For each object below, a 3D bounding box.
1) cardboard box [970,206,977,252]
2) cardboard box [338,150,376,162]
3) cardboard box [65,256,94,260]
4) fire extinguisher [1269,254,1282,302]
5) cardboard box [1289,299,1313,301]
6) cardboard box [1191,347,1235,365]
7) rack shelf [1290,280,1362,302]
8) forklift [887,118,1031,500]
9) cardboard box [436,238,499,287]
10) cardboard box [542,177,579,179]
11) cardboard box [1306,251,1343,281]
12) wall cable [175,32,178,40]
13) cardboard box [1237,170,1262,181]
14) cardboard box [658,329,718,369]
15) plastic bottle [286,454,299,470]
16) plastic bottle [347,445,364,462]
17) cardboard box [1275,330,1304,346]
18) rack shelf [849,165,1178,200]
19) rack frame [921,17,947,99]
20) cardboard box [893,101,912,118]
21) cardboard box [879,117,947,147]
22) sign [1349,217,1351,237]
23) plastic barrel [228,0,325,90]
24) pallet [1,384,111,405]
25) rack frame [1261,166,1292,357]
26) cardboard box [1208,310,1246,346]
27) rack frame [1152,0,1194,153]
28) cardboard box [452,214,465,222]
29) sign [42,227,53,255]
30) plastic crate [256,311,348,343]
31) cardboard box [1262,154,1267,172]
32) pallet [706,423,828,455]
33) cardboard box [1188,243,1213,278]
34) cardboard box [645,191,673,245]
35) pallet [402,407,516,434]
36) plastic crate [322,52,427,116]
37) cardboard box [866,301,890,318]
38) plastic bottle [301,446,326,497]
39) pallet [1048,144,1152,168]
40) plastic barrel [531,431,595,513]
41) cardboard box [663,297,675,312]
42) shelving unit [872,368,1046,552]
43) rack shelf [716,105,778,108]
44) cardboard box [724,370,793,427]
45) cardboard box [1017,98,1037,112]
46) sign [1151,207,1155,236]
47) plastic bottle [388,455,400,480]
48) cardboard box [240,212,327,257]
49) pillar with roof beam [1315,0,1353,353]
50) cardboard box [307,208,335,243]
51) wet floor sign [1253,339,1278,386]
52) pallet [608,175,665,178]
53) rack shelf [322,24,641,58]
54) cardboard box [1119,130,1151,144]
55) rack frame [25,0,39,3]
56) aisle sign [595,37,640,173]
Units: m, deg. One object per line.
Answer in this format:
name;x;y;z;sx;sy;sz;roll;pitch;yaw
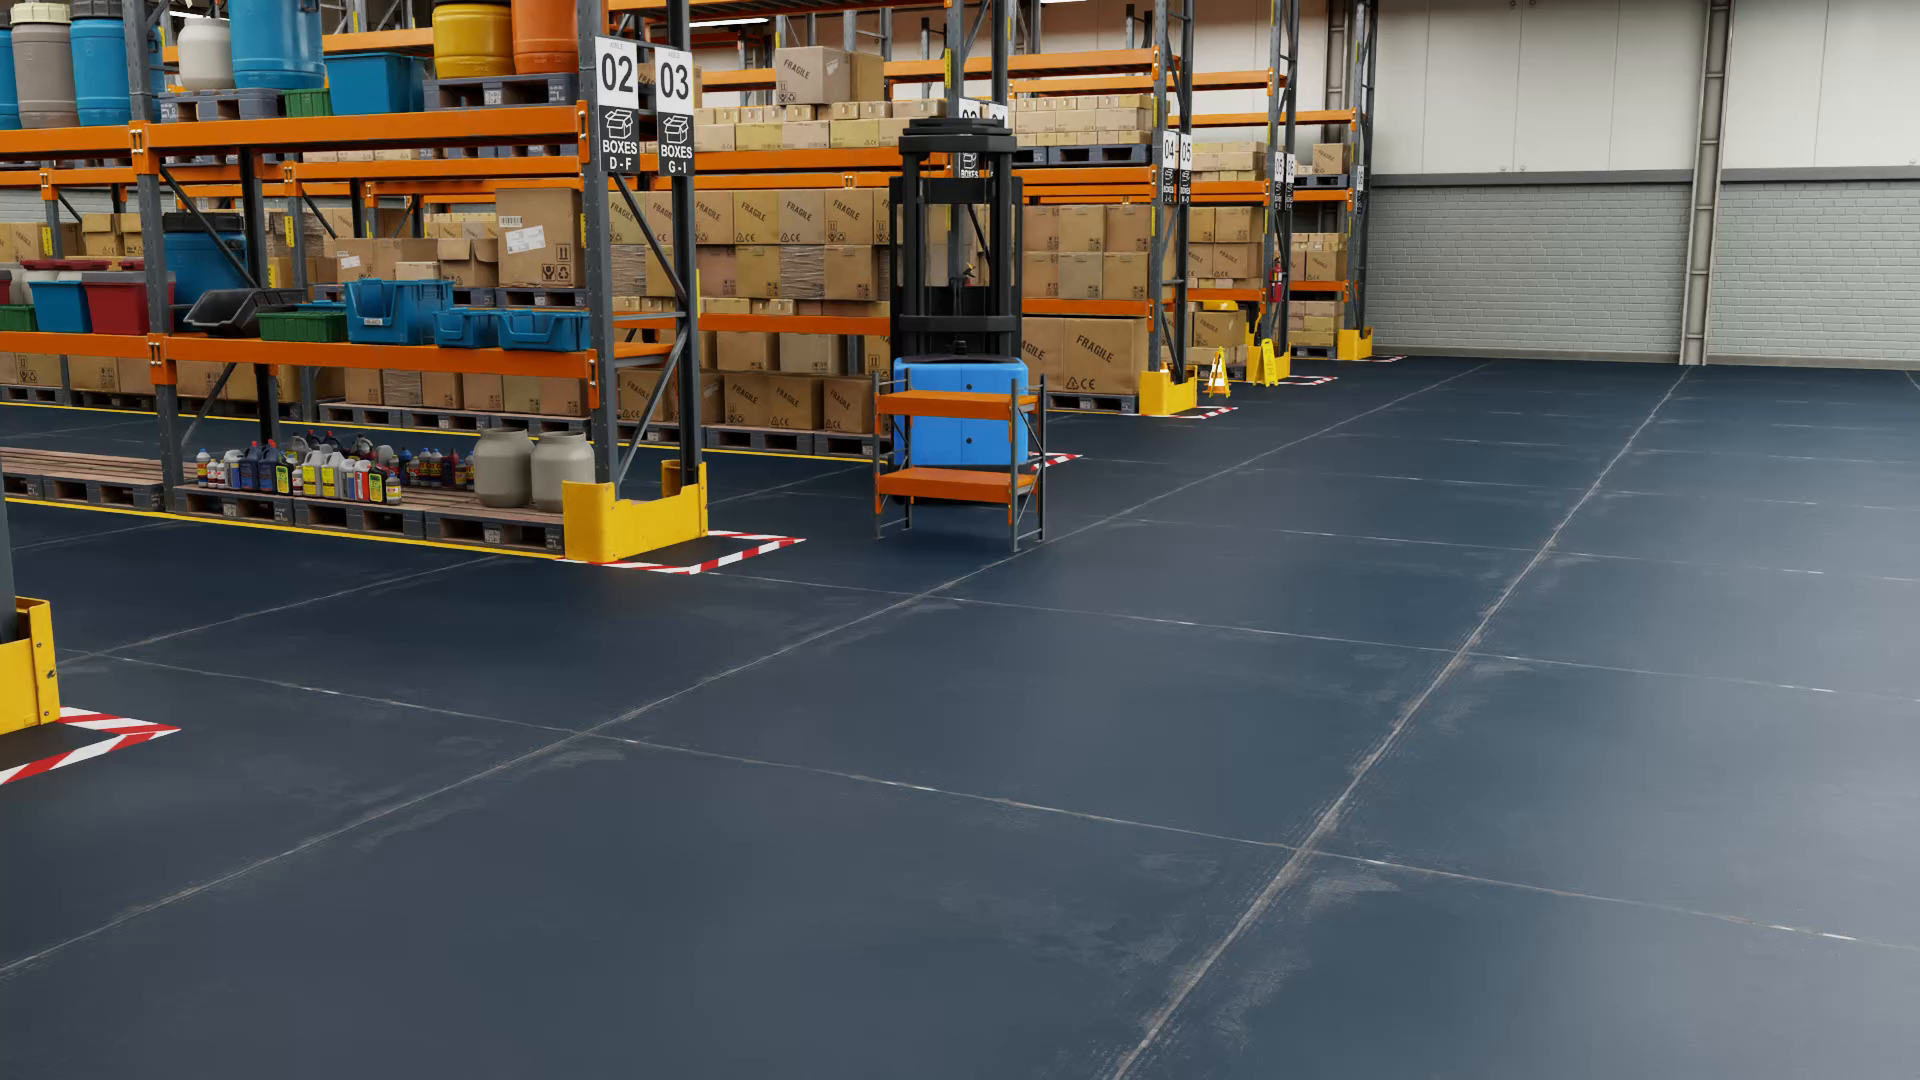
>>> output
cardboard box;0.142;-3.808;20.392;0.550;0.550;0.875;5;11;26
cardboard box;-6.245;-4.141;17.688;0.500;0.250;0.500;5;12;27
cardboard box;-10.300;-3.145;19.906;0.500;0.500;0.500;5;11;26
fire extinguisher;4.444;-3.689;23.407;0.183;0.674;0.296;5;11;26
cardboard box;5.941;-4.055;28.947;0.500;0.250;0.500;5;11;26
cardboard box;3.679;-2.686;24.189;0.500;0.250;0.500;5;11;26
rack shelf;4.944;-4.406;29.173;4.000;0.370;1.077;5;11;26
forklift;-0.044;-1.971;13.889;1.130;2.935;3.031;0;10;-2
cardboard box;-5.023;-2.921;17.480;0.637;0.503;0.797;6;12;32
cardboard box;-5.354;-5.171;22.676;0.500;0.500;0.500;5;11;26
cardboard box;6.180;-4.649;28.212;0.500;0.500;0.500;5;11;25
wall cable;-15.030;-8.426;32.516;0.029;3.000;0.463;5;11;26
cardboard box;4.101;-5.145;23.520;0.250;0.149;0.380;5;11;26
cardboard box;-3.437;-2.610;22.368;0.750;0.750;1.050;5;11;27
plastic bottle;-4.761;-0.475;11.855;0.097;0.271;0.097;0;10;0
plastic bottle;-4.474;-0.567;12.333;0.133;0.283;0.061;5;11;26
cardboard box;5.735;-3.483;28.596;0.500;0.250;0.500;5;11;26
rack shelf;0.652;-4.291;20.112;4.000;0.370;1.077;5;11;26
rack frame;-0.437;-8.185;31.187;0.127;3.000;1.000;5;11;26
cardboard box;-0.409;-3.836;14.884;0.250;0.149;0.380;5;11;24
cardboard box;-0.385;-3.626;14.843;0.500;0.250;0.500;5;12;27
sign;6.485;-5.203;27.641;0.005;0.325;0.100;5;11;26
plastic barrel;-4.774;-3.585;11.605;0.708;0.901;0.600;5;11;26
pallet;-11.249;-1.873;20.985;1.213;0.211;1.003;5;11;26
rack frame;4.545;-3.810;23.856;0.127;3.000;1.000;5;11;26
cardboard box;3.922;-3.142;24.602;0.500;0.500;0.500;5;11;24
rack frame;2.445;-5.963;18.910;0.127;3.000;1.000;5;11;26
cardboard box;-8.915;-5.793;29.904;0.250;0.149;0.380;5;11;24
sign;-10.846;-3.549;19.762;0.005;0.325;0.100;5;11;26
plastic crate;-4.526;-1.495;11.661;0.662;0.188;0.450;5;11;26
cardboard box;4.212;-5.440;24.030;0.500;0.250;0.500;5;11;25
pallet;-1.711;-1.027;16.310;1.213;0.211;1.003;5;11;26
cardboard box;3.489;-4.044;24.036;0.500;0.500;0.500;5;11;26
cardboard box;-2.687;-3.114;16.092;0.500;0.500;0.500;5;11;26
pallet;-5.224;-1.327;17.969;1.213;0.211;1.003;5;11;26
plastic crate;-3.875;-3.006;11.039;0.575;0.384;0.392;5;11;26
cardboard box;-0.658;-2.124;15.248;0.250;0.149;0.380;5;11;26
plastic bottle;-4.528;-0.486;11.694;0.185;0.351;0.144;5;11;25
pallet;1.775;-4.500;19.499;1.213;0.211;1.003;5;11;26
plastic barrel;-2.656;-0.458;11.144;0.421;0.512;0.421;0;10;0
cardboard box;-2.684;-2.298;16.211;0.250;0.149;0.380;5;11;26
shelving unit;-0.006;-0.554;11.133;1.048;1.125;0.538;5;11;26
rack shelf;-4.423;-6.999;27.776;4.000;0.370;1.077;5;11;26
cardboard box;-1.978;-1.400;16.385;0.500;0.500;0.500;4;11;21
cardboard box;0.853;-5.084;19.483;0.250;0.149;0.380;5;11;25
sign;2.193;-3.612;18.847;0.005;0.325;0.100;5;11;26
plastic bottle;-4.190;-0.527;12.340;0.097;0.201;0.097;0;10;0
cardboard box;-7.663;-3.460;18.829;0.637;0.503;0.797;5;12;28
pillar with roof beam;4.607;-7.066;25.003;0.548;9.000;9.100;5;11;26
cardboard box;-9.323;-4.678;24.731;0.500;0.500;0.500;5;11;24
wet floor sign;4.242;-2.465;23.039;0.267;0.644;0.232;-10;14;-43
pallet;-4.128;-4.982;22.444;1.003;0.211;1.213;6;12;28
rack shelf;-5.221;-5.101;17.289;4.000;0.370;1.077;5;11;26
cardboard box;1.997;-4.591;18.999;0.250;0.149;0.380;5;11;26
rack frame;-10.602;-6.124;19.802;0.127;3.000;1.000;5;11;26
aisle sign;-2.099;-2.662;10.216;0.004;0.787;0.394;5;11;26
